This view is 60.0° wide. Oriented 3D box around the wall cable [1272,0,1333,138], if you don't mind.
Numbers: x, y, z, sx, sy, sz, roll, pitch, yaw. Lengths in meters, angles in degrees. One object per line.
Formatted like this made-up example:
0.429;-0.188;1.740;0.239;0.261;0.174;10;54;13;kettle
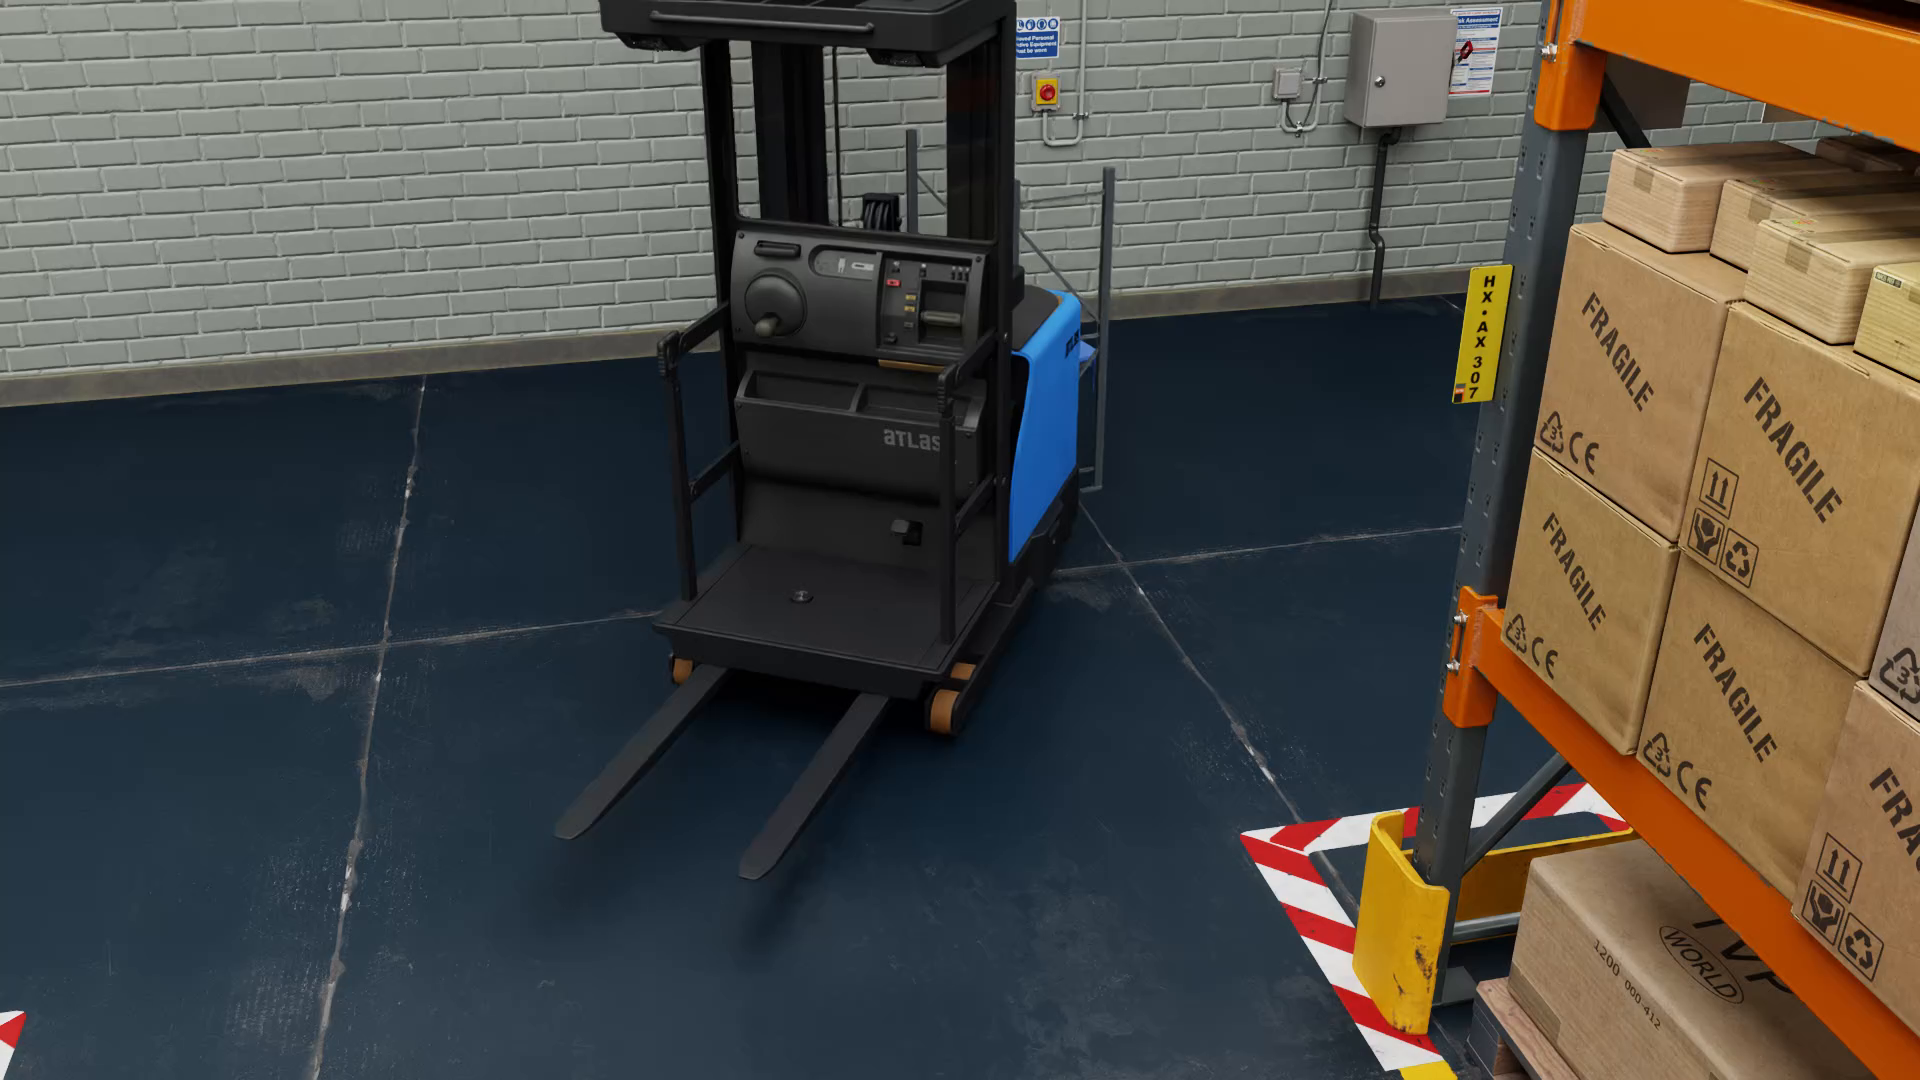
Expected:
1.820;-3.175;9.084;0.588;1.984;0.122;-6;27;-12;wall cable

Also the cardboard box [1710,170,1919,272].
1.673;-0.588;3.146;0.380;0.149;0.250;-5;27;-10;cardboard box

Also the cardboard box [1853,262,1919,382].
1.697;-0.349;2.671;0.380;0.149;0.250;-7;28;-13;cardboard box

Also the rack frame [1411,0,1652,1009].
1.734;-0.099;4.118;1.000;3.000;0.127;-6;27;-12;rack frame

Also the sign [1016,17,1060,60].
0.380;-2.715;9.000;0.327;0.218;0.001;-6;27;-12;sign

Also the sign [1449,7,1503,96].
2.955;-2.820;9.614;0.329;0.494;0.001;-6;27;-12;sign

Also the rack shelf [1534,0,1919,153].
2.185;-0.239;1.864;1.077;0.370;4.000;-6;27;-12;rack shelf

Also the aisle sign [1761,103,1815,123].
2.020;-1.323;3.657;0.394;0.787;0.004;-6;27;-12;aisle sign

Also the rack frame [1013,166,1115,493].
0.429;-0.866;7.301;0.500;1.500;0.032;-12;29;-23;rack frame

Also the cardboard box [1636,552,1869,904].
1.704;0.315;3.186;0.500;0.500;0.500;-6;27;-12;cardboard box

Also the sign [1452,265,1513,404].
1.192;-0.467;3.798;0.100;0.325;0.005;-6;27;-12;sign

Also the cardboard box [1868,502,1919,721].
1.812;0.101;2.501;0.500;0.500;0.500;-6;27;-12;cardboard box

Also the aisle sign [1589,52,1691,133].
1.435;-1.262;3.536;0.394;0.787;0.004;-6;27;-12;aisle sign

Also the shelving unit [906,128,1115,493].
0.205;-1.072;7.709;0.538;1.500;1.048;-12;29;-23;shelving unit

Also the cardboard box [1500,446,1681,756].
1.563;0.096;3.620;0.500;0.500;0.500;-6;27;-12;cardboard box

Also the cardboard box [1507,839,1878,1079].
1.980;1.137;4.047;0.875;0.438;0.875;-7;28;-13;cardboard box

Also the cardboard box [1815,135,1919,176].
2.010;-0.743;3.452;0.380;0.149;0.250;-6;27;-11;cardboard box

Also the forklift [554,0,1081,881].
-0.428;-0.820;5.622;1.130;2.935;3.031;8;28;16;forklift

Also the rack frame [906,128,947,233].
-0.019;-1.277;8.116;0.500;1.500;0.032;-12;29;-23;rack frame

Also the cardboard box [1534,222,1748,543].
1.565;-0.351;3.395;0.500;0.500;0.500;-7;28;-13;cardboard box

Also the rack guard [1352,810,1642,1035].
1.729;1.006;4.702;1.175;0.500;0.348;-6;27;-12;rack guard

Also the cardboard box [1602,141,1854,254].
1.544;-0.696;3.359;0.380;0.149;0.250;-5;27;-11;cardboard box

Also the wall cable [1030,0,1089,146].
0.441;-3.040;8.781;0.585;1.953;0.123;-6;27;-12;wall cable

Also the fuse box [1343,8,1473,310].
2.520;-2.146;9.603;0.539;1.711;0.414;-6;27;-12;fuse box

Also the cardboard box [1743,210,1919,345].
1.620;-0.462;2.897;0.380;0.149;0.250;-5;27;-10;cardboard box

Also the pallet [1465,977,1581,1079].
1.991;1.489;4.066;1.003;0.211;1.213;-6;27;-12;pallet

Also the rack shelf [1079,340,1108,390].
0.205;-0.911;7.790;0.538;0.185;1.000;-12;29;-23;rack shelf

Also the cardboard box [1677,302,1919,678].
1.688;-0.125;2.947;0.500;0.500;0.500;-7;28;-13;cardboard box

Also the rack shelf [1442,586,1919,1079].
2.185;1.100;2.540;1.077;0.370;4.000;-6;27;-12;rack shelf

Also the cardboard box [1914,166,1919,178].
2.091;-0.634;3.236;0.380;0.149;0.250;-5;27;-11;cardboard box

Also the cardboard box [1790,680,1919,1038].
1.801;0.540;2.740;0.500;0.500;0.500;-6;27;-12;cardboard box
